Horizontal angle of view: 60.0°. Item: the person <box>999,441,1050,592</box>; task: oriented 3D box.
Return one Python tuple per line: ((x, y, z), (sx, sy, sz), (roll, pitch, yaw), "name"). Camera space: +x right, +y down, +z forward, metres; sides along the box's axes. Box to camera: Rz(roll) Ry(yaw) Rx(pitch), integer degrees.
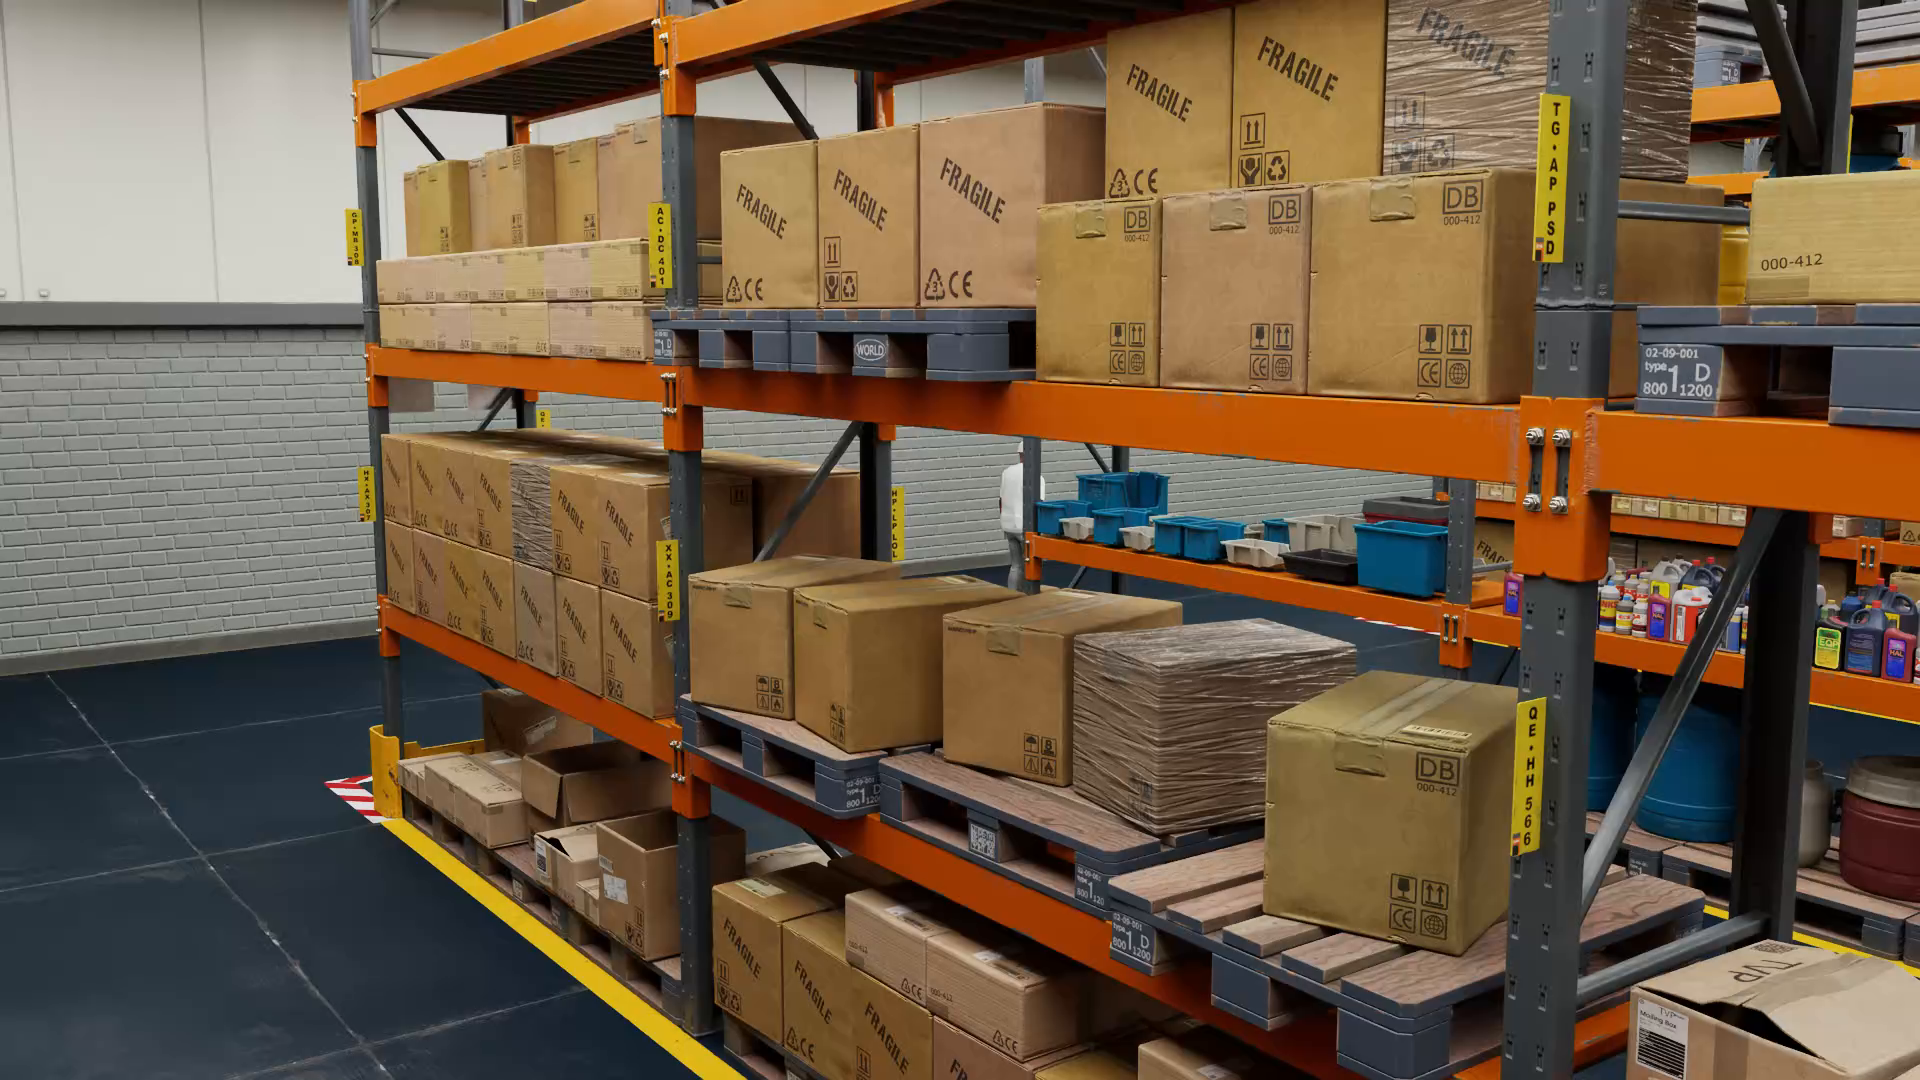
((0.652, -0.123, 16.636), (0.454, 1.761, 0.636), (-6, 10, -39), "person")
